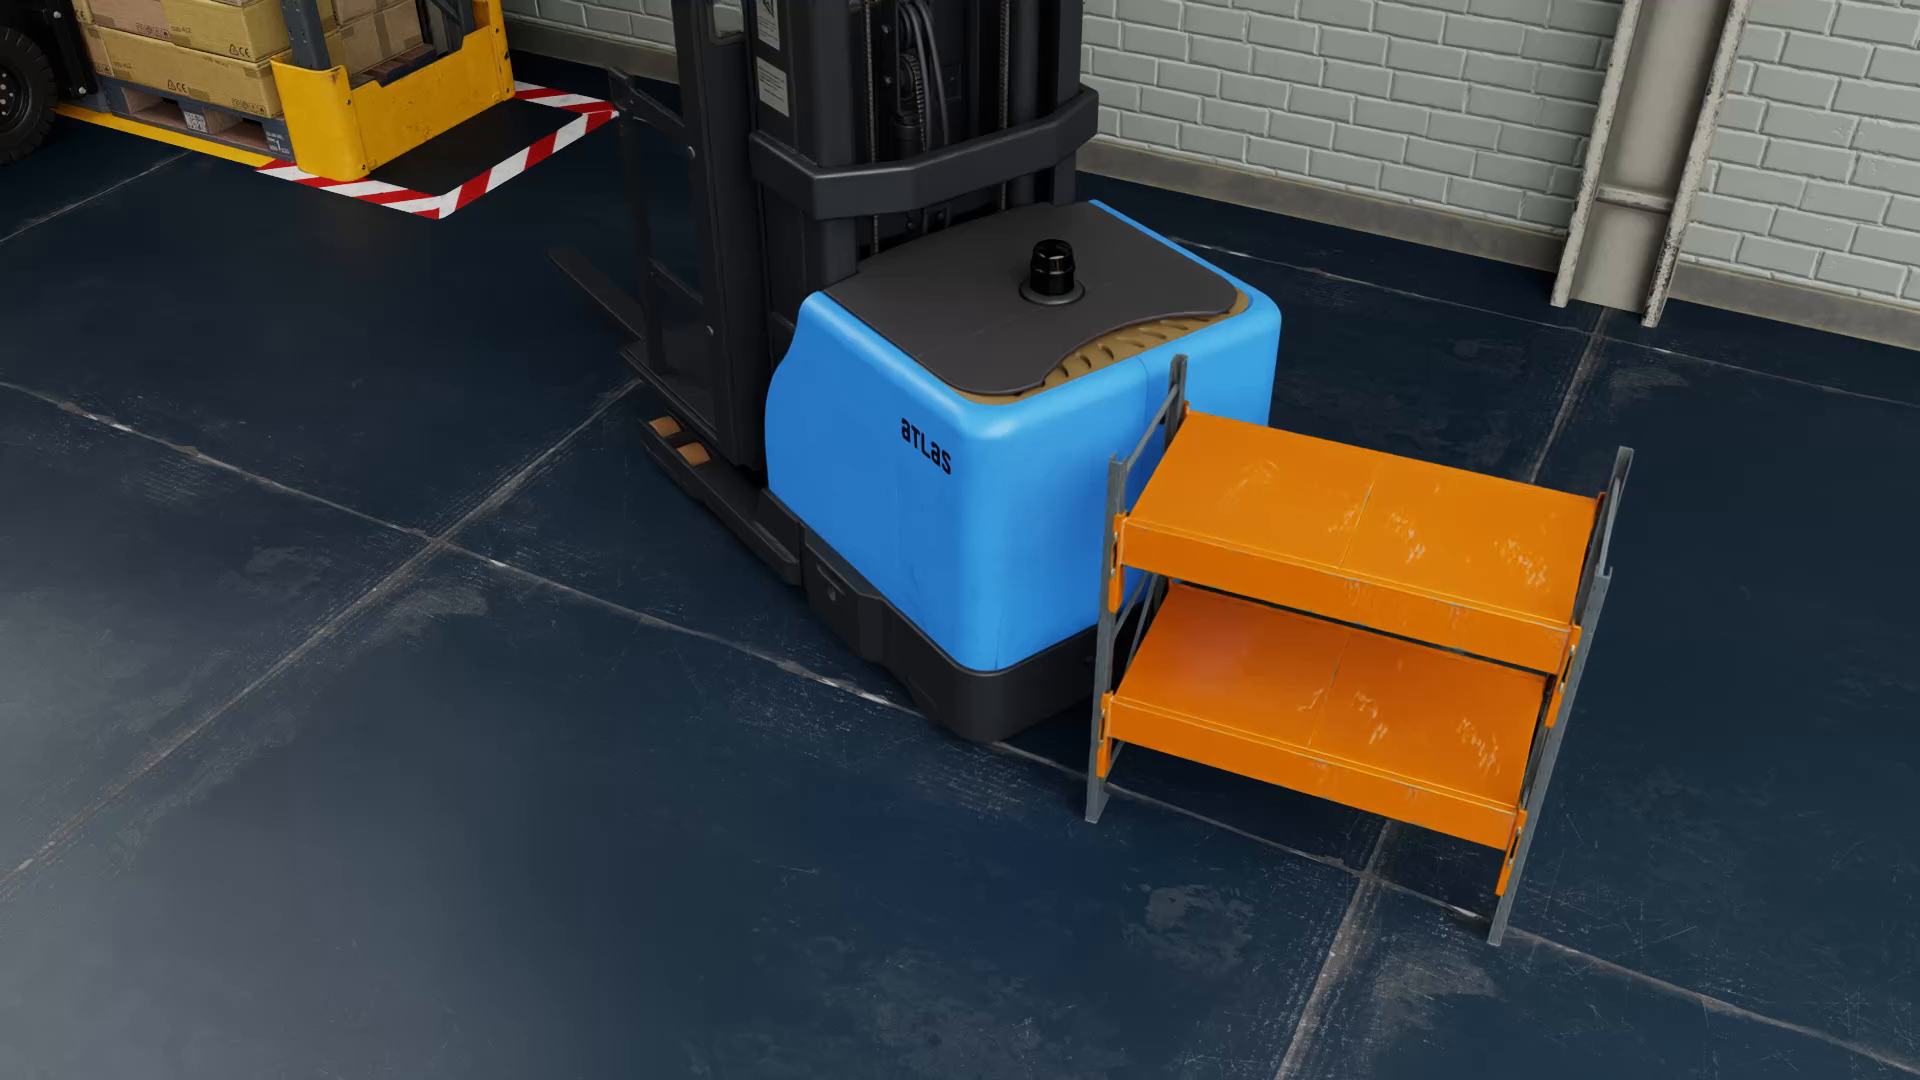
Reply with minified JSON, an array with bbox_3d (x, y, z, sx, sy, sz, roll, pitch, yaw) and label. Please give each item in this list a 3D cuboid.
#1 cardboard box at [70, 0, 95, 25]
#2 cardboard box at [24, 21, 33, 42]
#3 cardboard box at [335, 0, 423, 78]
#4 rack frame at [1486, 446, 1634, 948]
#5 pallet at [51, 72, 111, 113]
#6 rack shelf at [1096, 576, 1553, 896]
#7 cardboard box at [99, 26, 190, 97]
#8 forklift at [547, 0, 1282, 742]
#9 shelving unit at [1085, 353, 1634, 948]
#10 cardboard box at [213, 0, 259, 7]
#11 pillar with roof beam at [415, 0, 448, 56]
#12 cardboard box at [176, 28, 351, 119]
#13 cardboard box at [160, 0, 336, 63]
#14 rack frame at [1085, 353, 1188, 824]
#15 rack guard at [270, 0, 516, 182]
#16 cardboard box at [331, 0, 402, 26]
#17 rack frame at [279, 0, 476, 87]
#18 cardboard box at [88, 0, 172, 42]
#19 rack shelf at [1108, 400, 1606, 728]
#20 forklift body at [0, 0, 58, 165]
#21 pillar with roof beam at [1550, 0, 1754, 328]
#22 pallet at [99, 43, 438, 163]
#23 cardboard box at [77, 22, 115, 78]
[{"bbox_3d":[-4.074,-2.644,7.765,0.500,0.250,0.500,16,40,20],"label":"cardboard box"},{"bbox_3d":[-4.501,-2.580,8.095,0.500,0.250,0.500,19,41,23],"label":"cardboard box"},{"bbox_3d":[-2.936,-2.441,7.912,0.500,0.250,0.500,18,41,22],"label":"cardboard box"},{"bbox_3d":[1.370,0.383,3.816,0.032,1.125,0.500,14,40,18],"label":"rack frame"},{"bbox_3d":[-4.367,-2.547,8.431,1.213,0.211,1.003,17,41,21],"label":"pallet"},{"bbox_3d":[0.902,0.457,4.122,1.000,0.278,0.538,14,40,18],"label":"rack shelf"},{"bbox_3d":[-3.589,-2.304,7.731,0.500,0.250,0.500,17,41,21],"label":"cardboard box"},{"bbox_3d":[-0.418,-1.474,4.767,1.130,2.935,3.031,-24,43,-28],"label":"forklift"},{"bbox_3d":[0.902,0.262,3.974,1.048,1.125,0.538,14,40,18],"label":"shelving unit"},{"bbox_3d":[-3.142,-2.558,7.239,0.500,0.250,0.500,19,41,23],"label":"cardboard box"},{"bbox_3d":[-4.773,-3.883,2.923,0.400,9.000,9.100,17,41,21],"label":"pillar with roof beam"},{"bbox_3d":[-3.152,-2.161,7.542,0.500,0.250,0.500,18,41,22],"label":"cardboard box"},{"bbox_3d":[-3.166,-2.366,7.400,0.500,0.250,0.500,17,40,21],"label":"cardboard box"},{"bbox_3d":[0.434,0.142,4.132,0.032,1.125,0.500,14,40,18],"label":"rack frame"},{"bbox_3d":[-2.568,-2.125,7.636,0.348,0.500,1.175,17,41,21],"label":"rack guard"},{"bbox_3d":[-2.912,-2.641,7.762,0.500,0.250,0.500,18,41,22],"label":"cardboard box"},{"bbox_3d":[-2.590,-3.128,6.889,0.127,3.000,1.000,17,41,21],"label":"rack frame"},{"bbox_3d":[-3.606,-2.511,7.591,0.500,0.250,0.500,17,40,21],"label":"cardboard box"},{"bbox_3d":[0.902,0.029,3.797,1.000,0.278,0.538,14,40,18],"label":"rack shelf"},{"bbox_3d":[-5.112,-2.337,6.550,1.214,2.155,2.313,17,41,21],"label":"forklift body"},{"bbox_3d":[0.555,-2.215,0.725,0.400,9.000,9.100,17,41,21],"label":"pillar with roof beam"},{"bbox_3d":[-3.288,-2.207,7.983,1.213,0.211,1.003,17,41,21],"label":"pallet"},{"bbox_3d":[-4.029,-2.448,7.921,0.500,0.250,0.500,18,41,22],"label":"cardboard box"}]
